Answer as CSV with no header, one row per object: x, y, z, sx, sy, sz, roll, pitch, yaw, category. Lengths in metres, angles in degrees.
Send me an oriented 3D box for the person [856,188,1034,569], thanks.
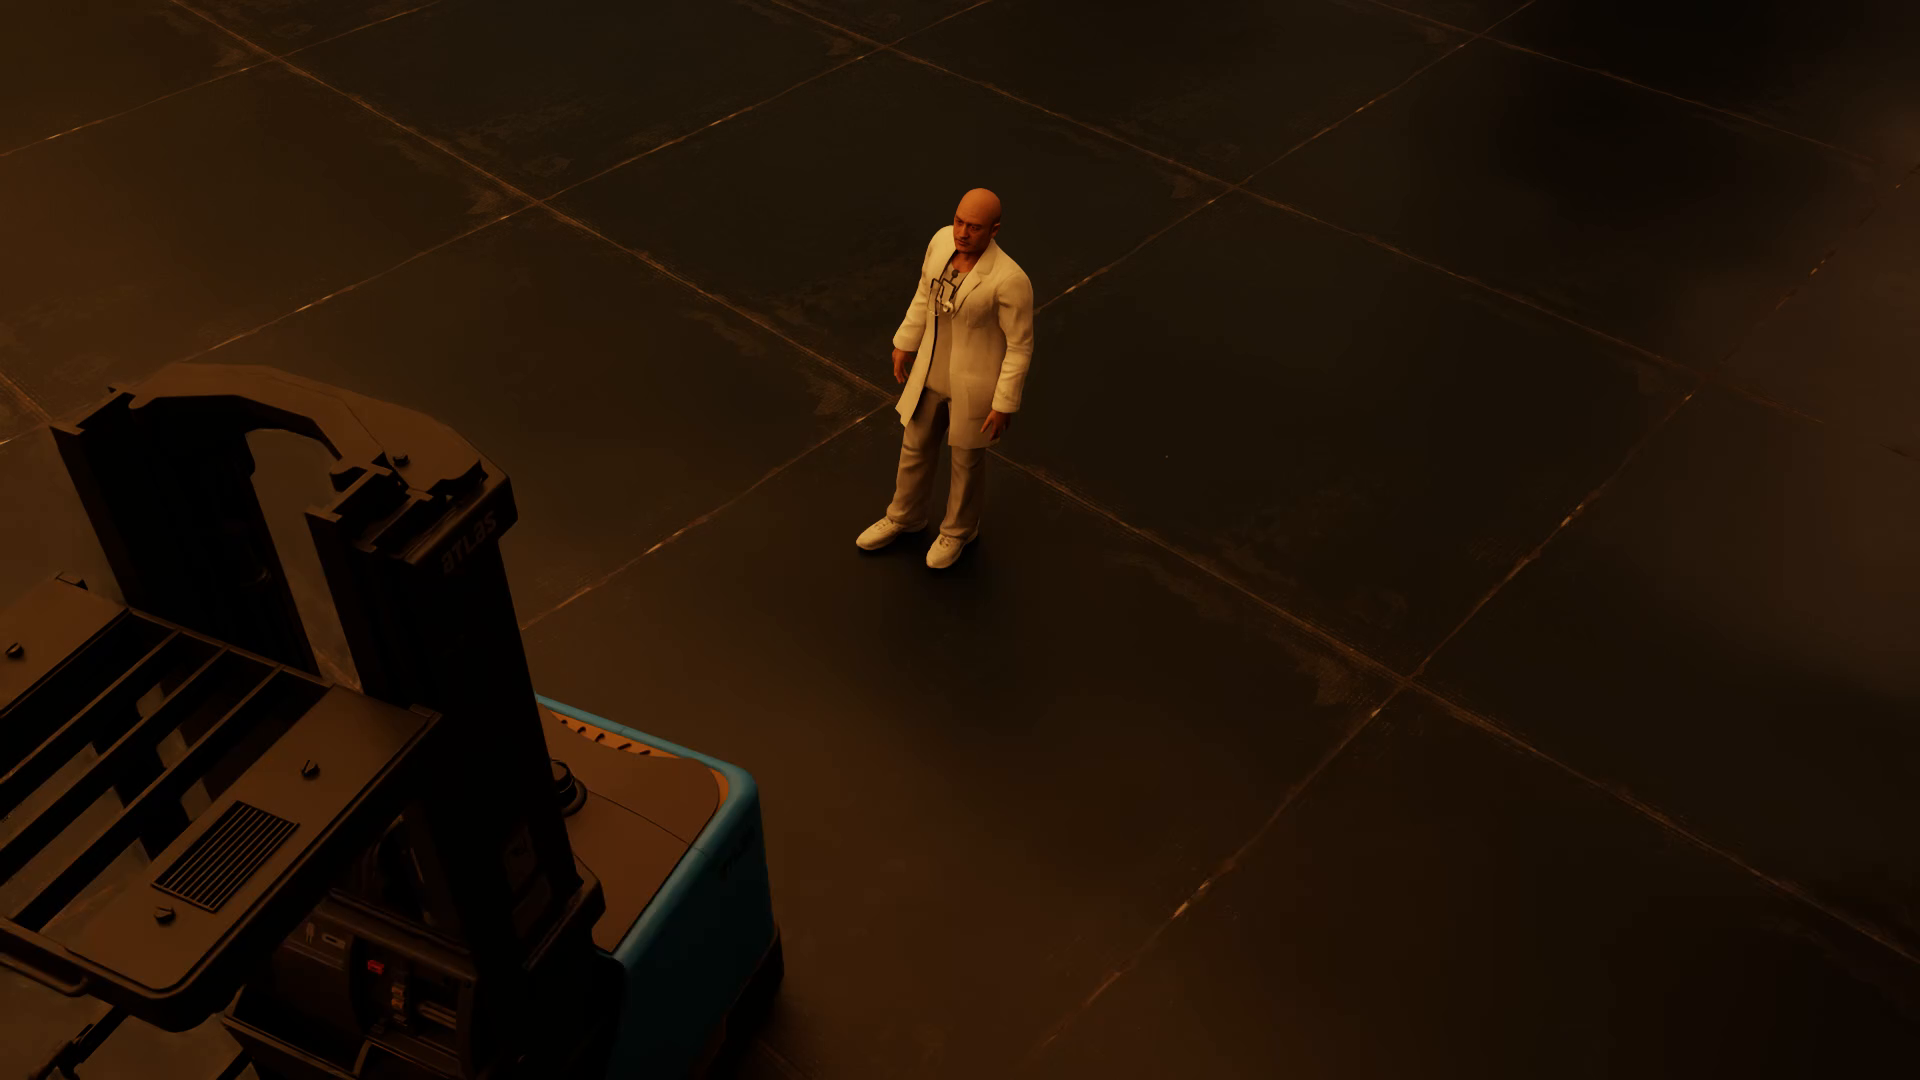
-0.065,-0.639,7.048,0.696,1.776,0.581,31,49,31,person

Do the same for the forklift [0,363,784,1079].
-1.686,1.174,4.060,1.130,2.935,3.031,17,43,18,forklift
